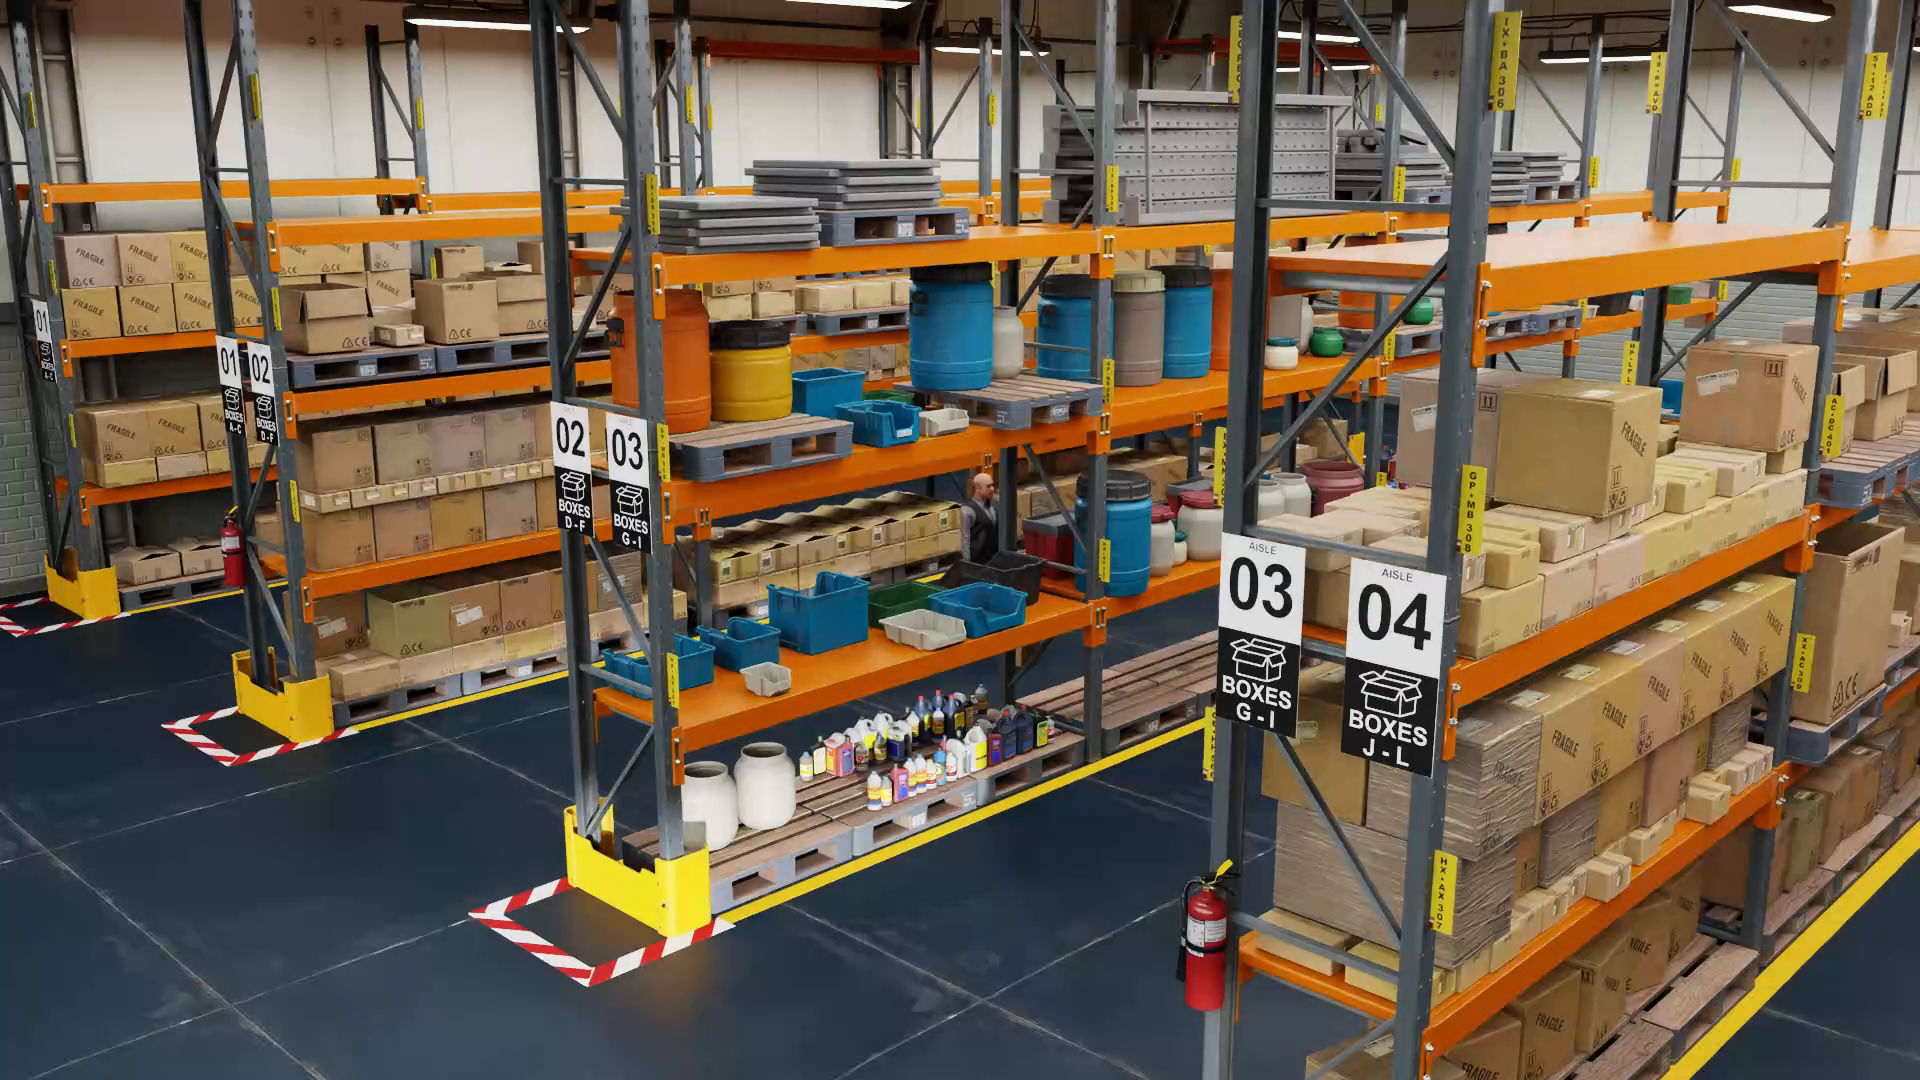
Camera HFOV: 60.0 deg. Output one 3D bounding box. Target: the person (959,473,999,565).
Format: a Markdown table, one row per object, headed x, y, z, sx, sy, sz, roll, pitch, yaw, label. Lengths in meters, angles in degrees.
| x | y | z | sx | sy | sz | roll | pitch | yaw | label |
| --- | --- | --- | --- | --- | --- | --- | --- | --- | --- |
| 0.232 | 0.220 | 15.651 | 0.531 | 1.716 | 0.358 | -13 | 19 | -43 | person |
